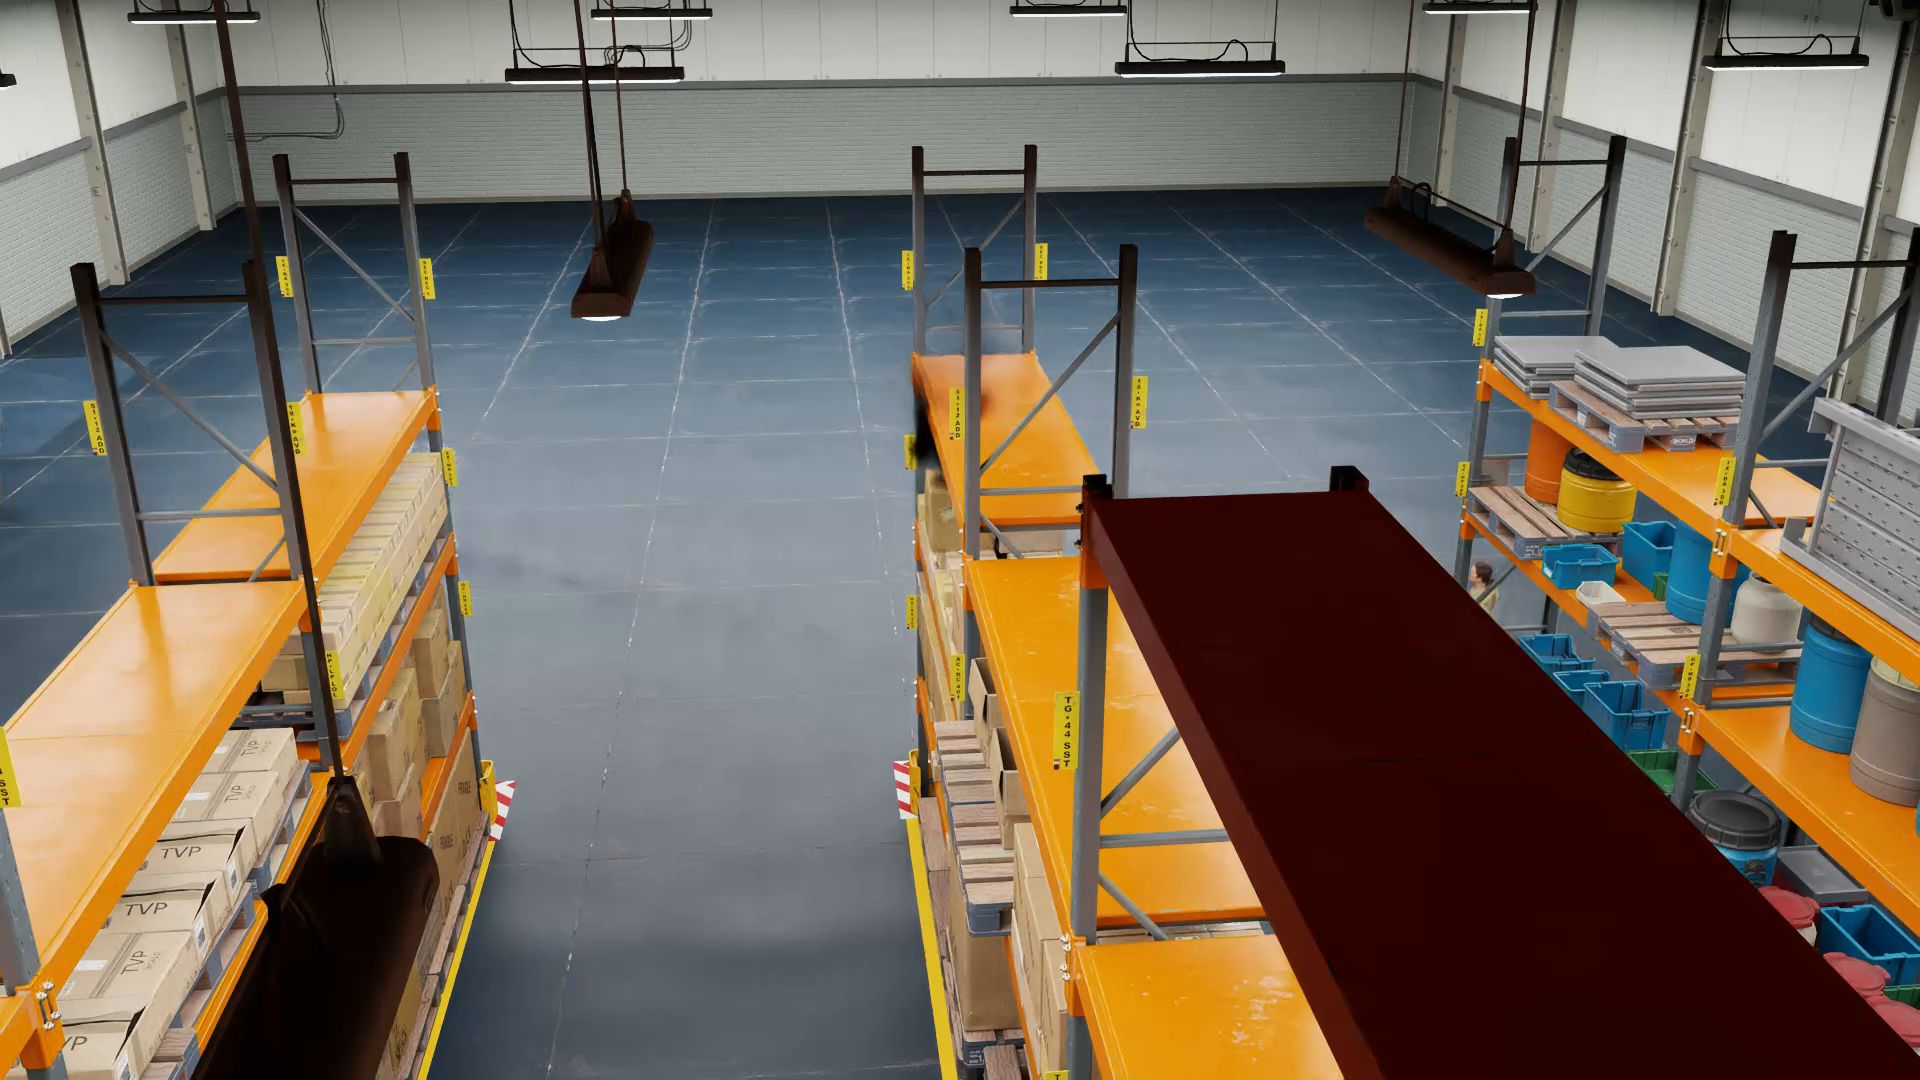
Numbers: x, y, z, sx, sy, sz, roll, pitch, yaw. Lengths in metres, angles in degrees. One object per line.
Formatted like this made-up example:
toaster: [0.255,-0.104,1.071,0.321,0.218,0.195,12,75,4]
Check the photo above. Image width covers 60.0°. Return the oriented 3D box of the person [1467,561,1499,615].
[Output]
person: [5.310,0.962,17.022,0.578,1.616,0.630,11,24,27]
